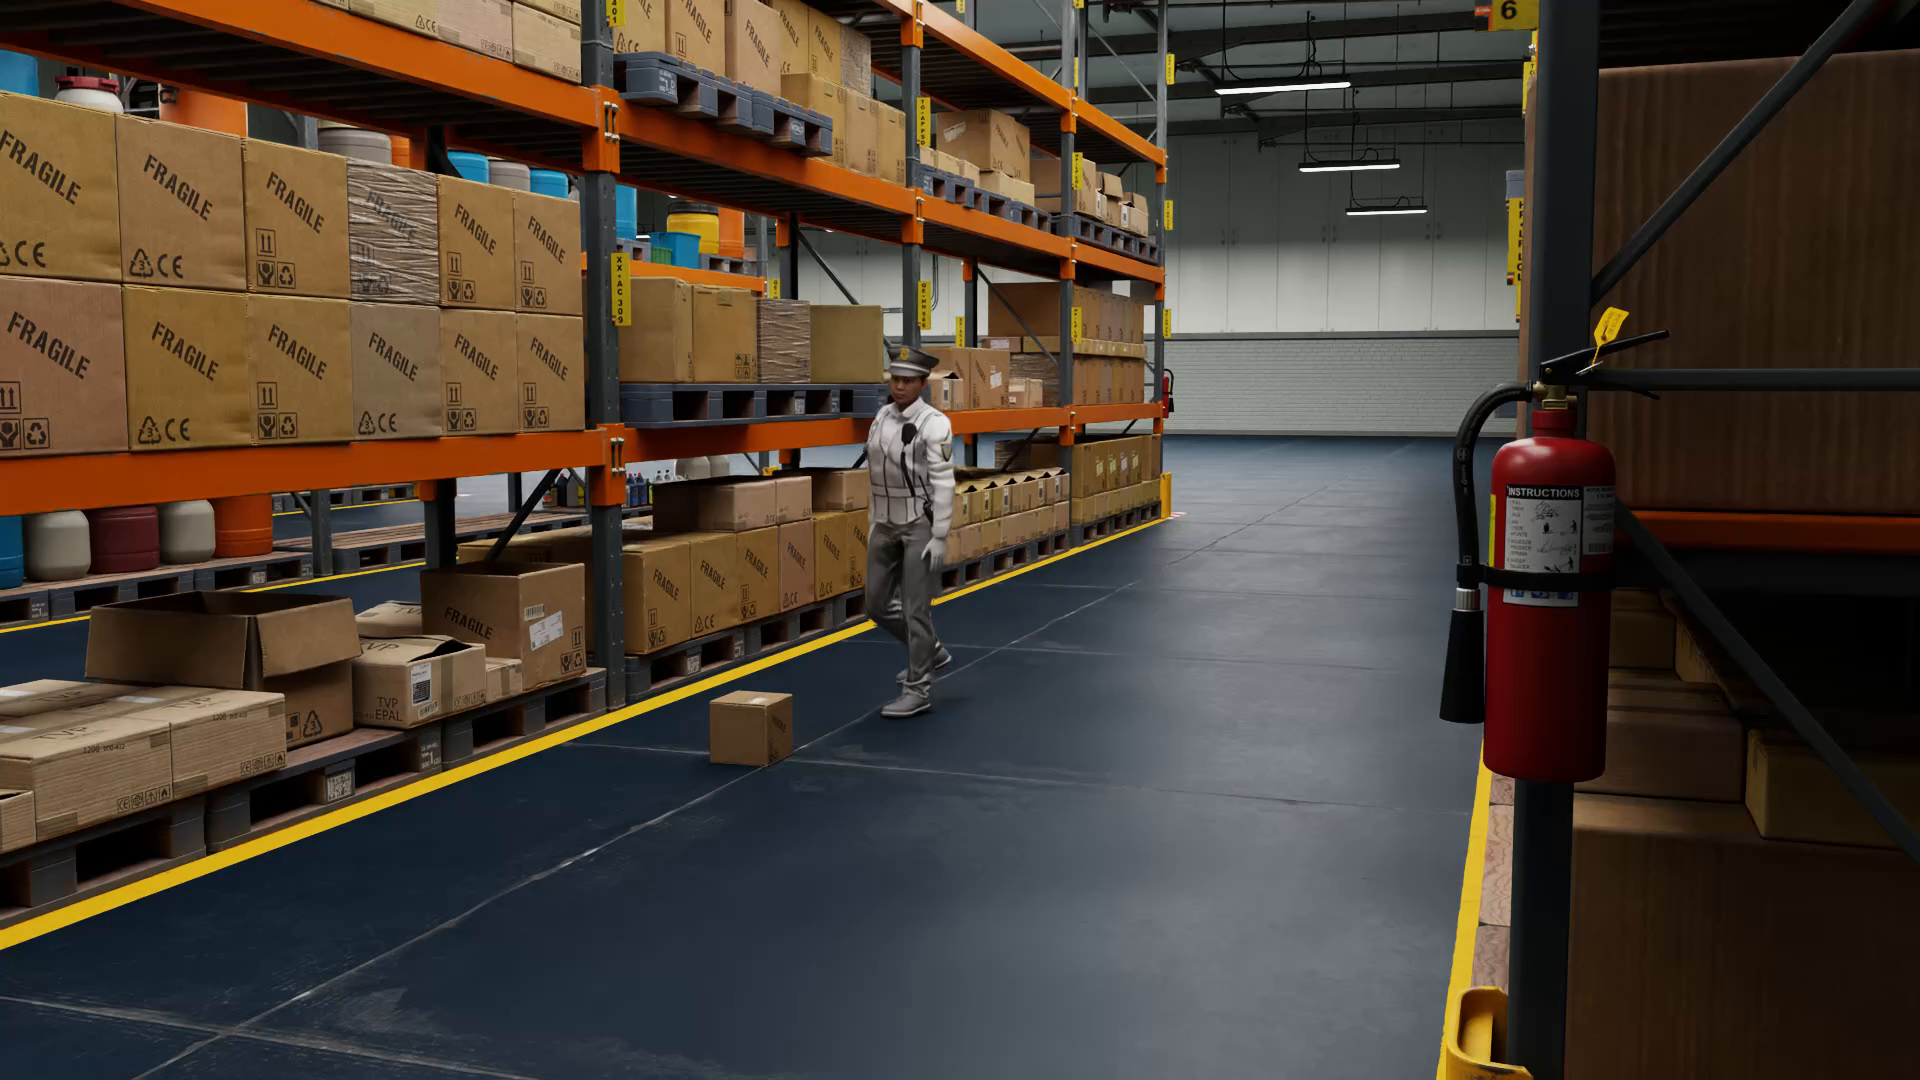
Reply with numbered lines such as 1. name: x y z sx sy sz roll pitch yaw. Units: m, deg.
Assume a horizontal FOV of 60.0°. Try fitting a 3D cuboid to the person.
1. person: -0.172 -0.045 7.621 0.525 1.669 0.547 5 7 44
